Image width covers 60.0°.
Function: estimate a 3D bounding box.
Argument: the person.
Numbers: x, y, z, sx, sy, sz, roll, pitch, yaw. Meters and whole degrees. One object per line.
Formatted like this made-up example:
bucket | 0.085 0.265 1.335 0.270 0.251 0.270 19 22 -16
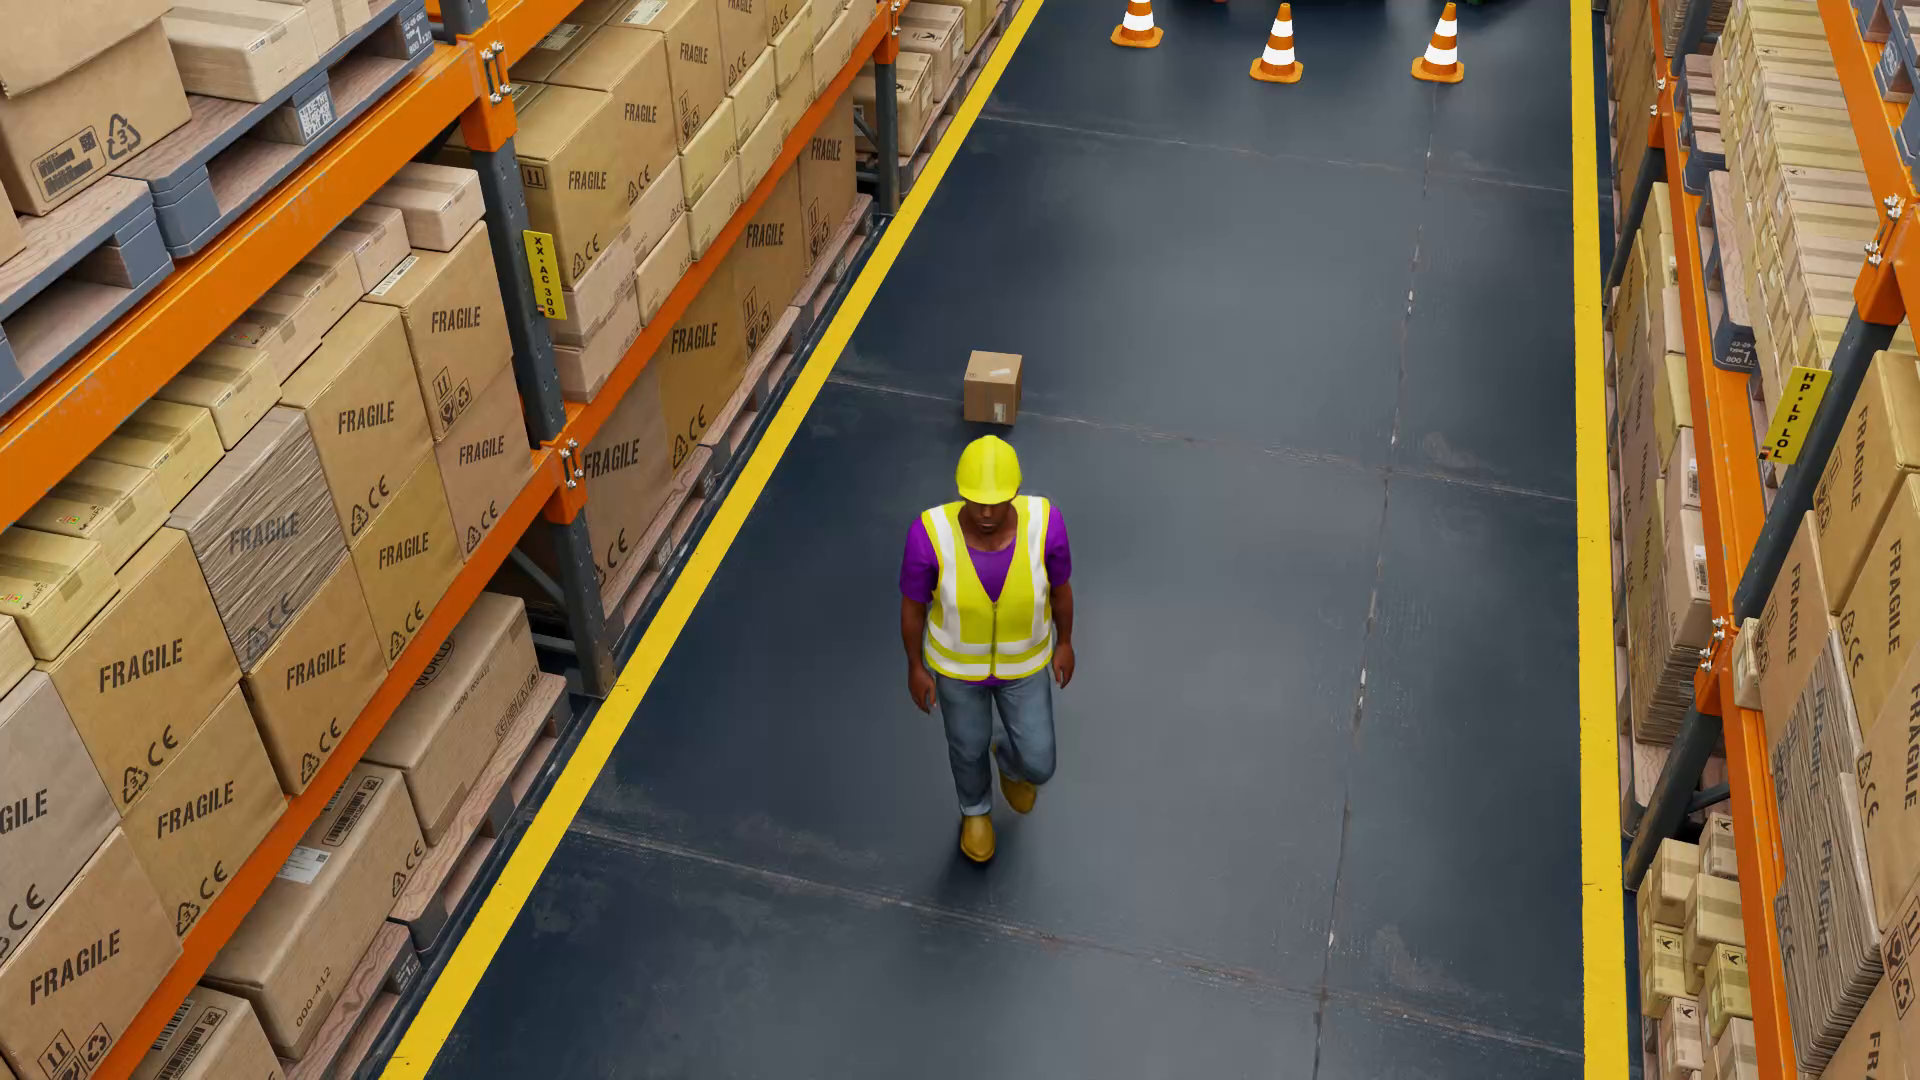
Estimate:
person | 0.103 0.404 5.623 0.599 1.759 0.471 -3 41 -3
